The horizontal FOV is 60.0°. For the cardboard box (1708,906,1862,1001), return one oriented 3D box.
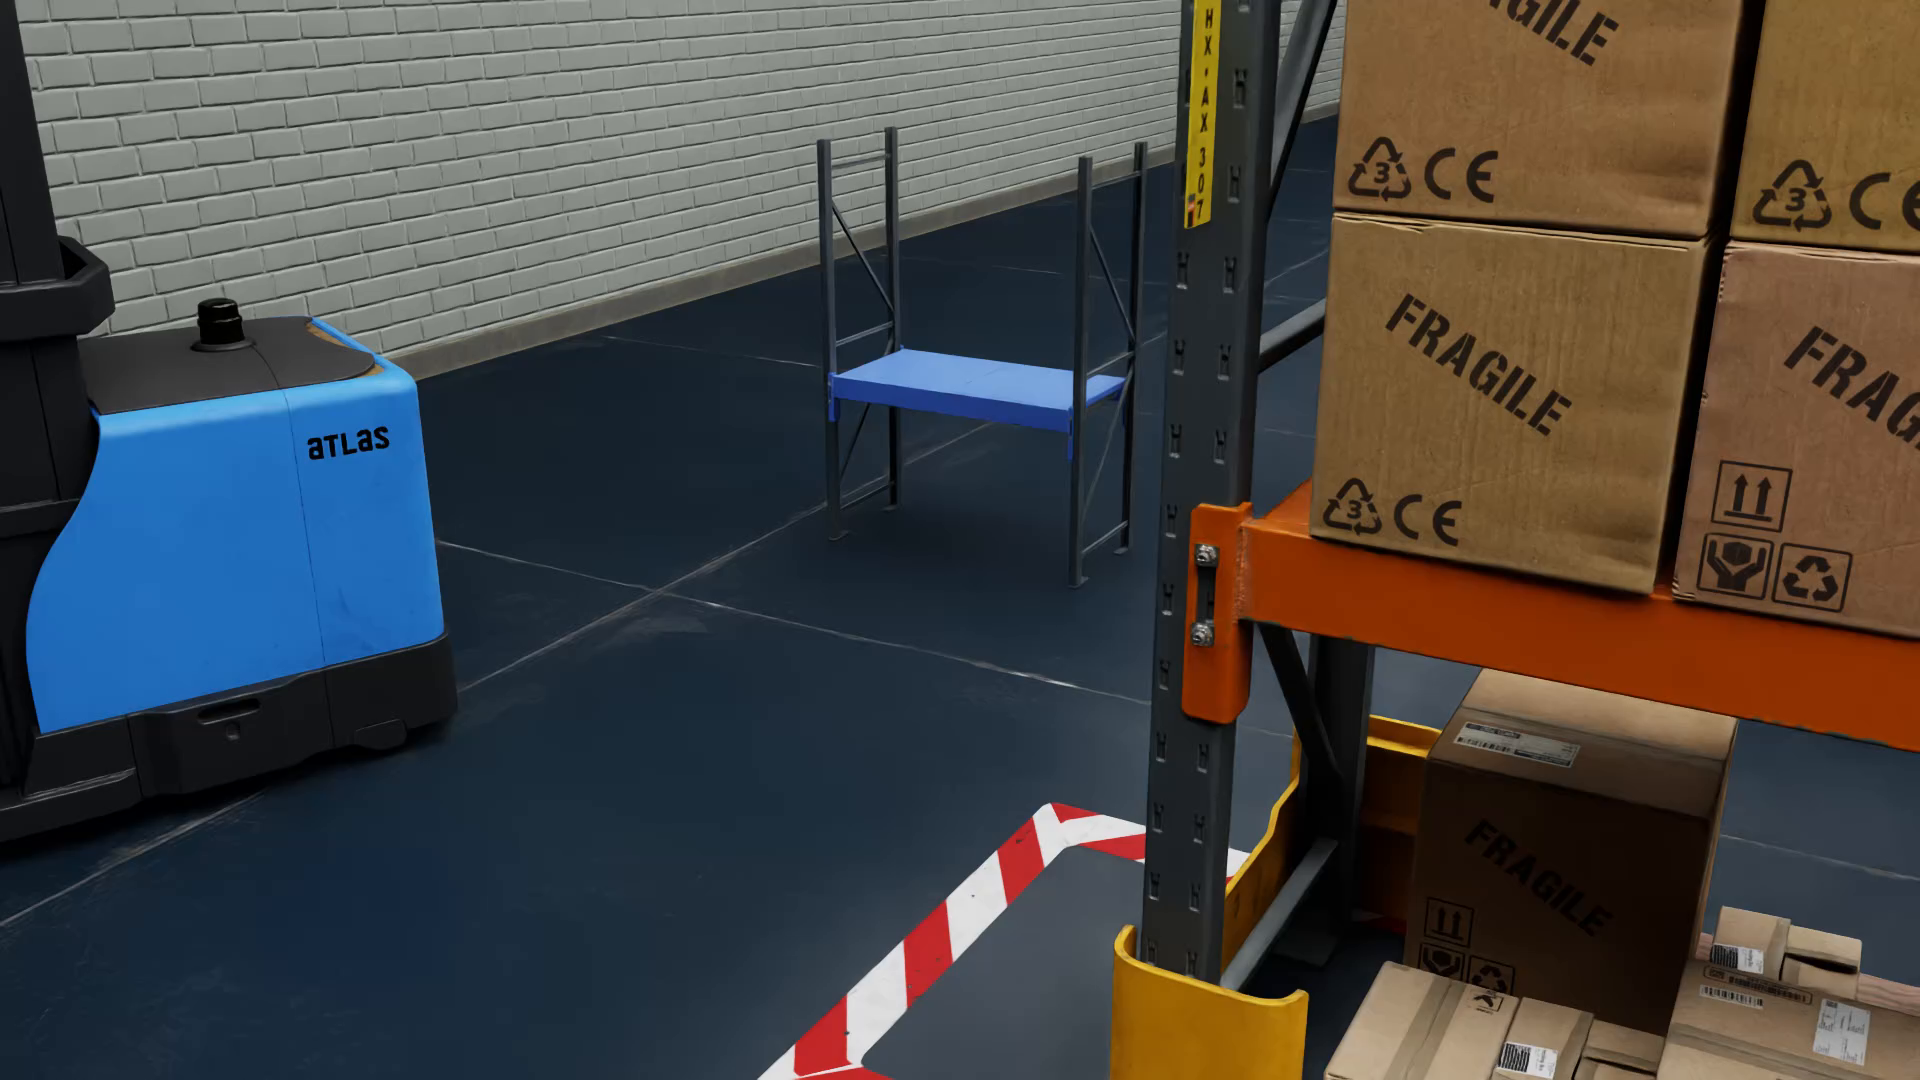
[{"bbox_3d":[1.521,0.862,3.099,0.250,0.166,0.380,11,23,27],"label":"cardboard box"}]

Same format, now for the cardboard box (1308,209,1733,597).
[{"bbox_3d":[0.876,-0.269,2.560,0.500,0.500,0.500,11,23,28],"label":"cardboard box"}]

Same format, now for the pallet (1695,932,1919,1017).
[{"bbox_3d":[1.380,1.082,3.073,1.213,0.211,1.003,11,23,27],"label":"pallet"}]

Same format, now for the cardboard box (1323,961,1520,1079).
[{"bbox_3d":[0.815,0.931,2.934,0.250,0.149,0.380,11,23,27],"label":"cardboard box"}]

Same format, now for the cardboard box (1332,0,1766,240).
[{"bbox_3d":[0.876,-0.739,2.390,0.500,0.500,0.500,12,23,29],"label":"cardboard box"}]

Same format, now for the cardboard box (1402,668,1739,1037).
[{"bbox_3d":[1.212,0.611,3.301,0.500,0.500,0.500,11,23,27],"label":"cardboard box"}]

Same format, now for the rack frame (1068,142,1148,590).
[{"bbox_3d":[0.518,-0.606,5.837,0.032,1.500,0.500,11,23,27],"label":"rack frame"}]

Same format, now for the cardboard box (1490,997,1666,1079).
[{"bbox_3d":[1.033,0.965,2.817,0.250,0.166,0.380,11,23,27],"label":"cardboard box"}]

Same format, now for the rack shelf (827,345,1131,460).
[{"bbox_3d":[0.074,-0.522,6.132,1.000,0.185,0.538,11,23,27],"label":"rack shelf"}]

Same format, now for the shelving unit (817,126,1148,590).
[{"bbox_3d":[0.074,-0.691,6.070,1.048,1.500,0.538,11,23,27],"label":"shelving unit"}]

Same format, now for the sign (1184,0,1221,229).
[{"bbox_3d":[0.352,-0.619,2.404,0.005,0.325,0.100,11,23,27],"label":"sign"}]

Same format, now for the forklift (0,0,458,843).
[{"bbox_3d":[-2.946,-0.654,3.871,3.031,2.935,1.130,-14,24,-33],"label":"forklift"}]

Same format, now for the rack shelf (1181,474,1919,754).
[{"bbox_3d":[2.363,0.297,2.203,4.000,0.370,1.077,11,23,27],"label":"rack shelf"}]

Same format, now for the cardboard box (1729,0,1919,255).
[{"bbox_3d":[1.336,-0.654,2.156,0.500,0.500,0.500,11,23,28],"label":"cardboard box"}]

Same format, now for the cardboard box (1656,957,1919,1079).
[{"bbox_3d":[1.390,0.970,2.680,0.500,0.250,0.500,11,23,27],"label":"cardboard box"}]

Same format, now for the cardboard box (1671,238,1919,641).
[{"bbox_3d":[1.329,-0.184,2.328,0.500,0.500,0.500,11,22,27],"label":"cardboard box"}]

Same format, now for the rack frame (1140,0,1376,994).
[{"bbox_3d":[0.617,-0.374,2.997,0.127,3.000,1.000,11,23,27],"label":"rack frame"}]

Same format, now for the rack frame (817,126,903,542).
[{"bbox_3d":[-0.369,-0.775,6.303,0.032,1.500,0.500,11,23,27],"label":"rack frame"}]

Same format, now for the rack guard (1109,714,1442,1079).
[{"bbox_3d":[0.683,0.814,3.388,0.348,0.500,1.175,11,23,27],"label":"rack guard"}]
